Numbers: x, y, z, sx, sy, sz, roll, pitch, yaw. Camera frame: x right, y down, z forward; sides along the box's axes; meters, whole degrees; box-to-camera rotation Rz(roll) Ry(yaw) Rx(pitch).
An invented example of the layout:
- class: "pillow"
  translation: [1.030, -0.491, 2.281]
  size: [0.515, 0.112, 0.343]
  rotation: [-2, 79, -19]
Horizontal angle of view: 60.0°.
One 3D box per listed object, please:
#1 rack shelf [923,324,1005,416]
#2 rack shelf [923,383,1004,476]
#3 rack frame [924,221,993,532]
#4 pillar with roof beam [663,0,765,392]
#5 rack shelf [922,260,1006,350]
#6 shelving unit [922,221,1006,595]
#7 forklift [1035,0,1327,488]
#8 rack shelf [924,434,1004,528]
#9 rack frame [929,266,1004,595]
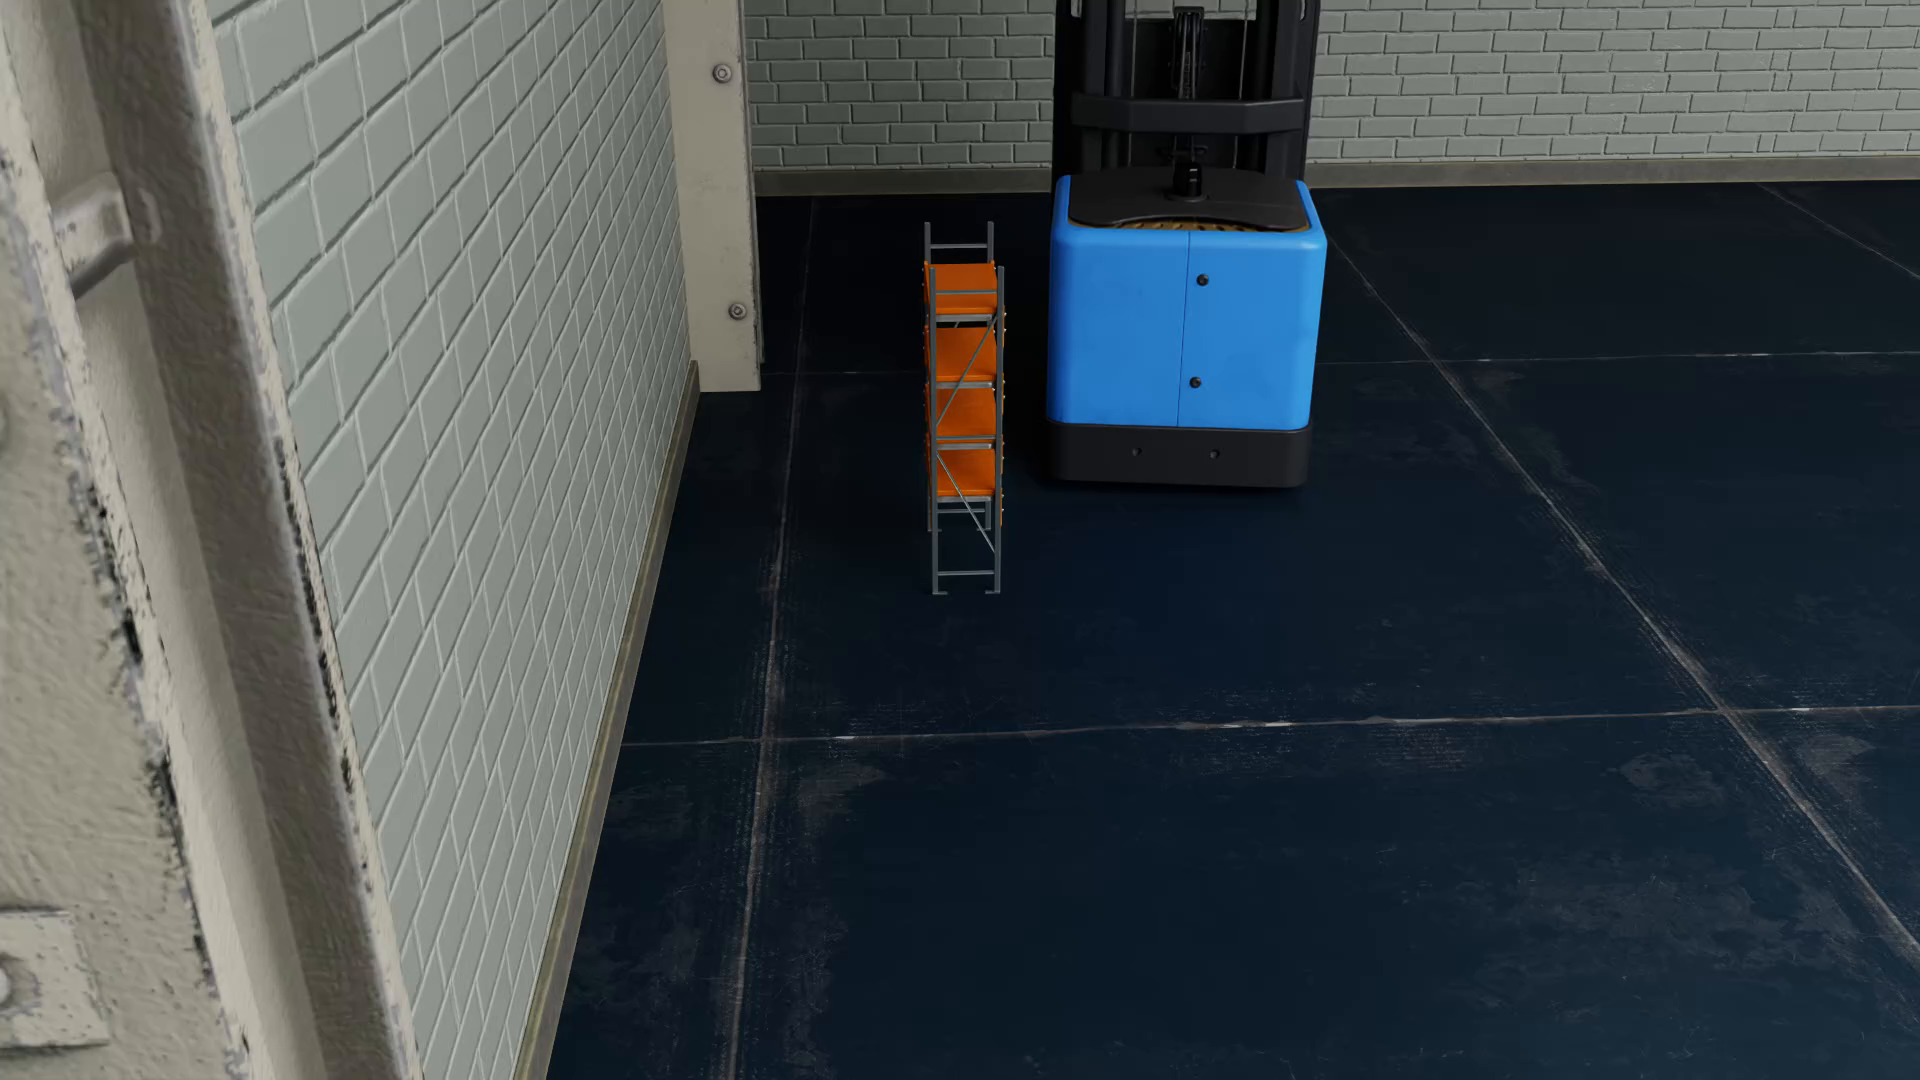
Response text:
- class: "rack shelf"
  translation: [0.009, -0.594, 5.754]
  size: [0.258, 0.148, 0.480]
  rotation: [-1, 28, -3]
- class: "rack shelf"
  translation: [0.009, -0.396, 5.857]
  size: [0.258, 0.148, 0.480]
  rotation: [-1, 28, -3]
- class: "rack frame"
  translation: [-0.004, -0.568, 6.042]
  size: [0.240, 1.200, 0.015]
  rotation: [-1, 28, -3]
- class: "pillar with roof beam"
  translation: [3.227, -4.860, 5.838]
  size: [9.100, 9.000, 0.400]
  rotation: [-1, 28, -3]
- class: "rack shelf"
  translation: [0.009, -0.804, 5.644]
  size: [0.258, 0.148, 0.480]
  rotation: [-1, 28, -3]
- class: "shelving unit"
  translation: [0.009, -0.456, 5.826]
  size: [0.258, 1.200, 0.503]
  rotation: [-1, 28, -3]
- class: "forklift"
  translation: [0.960, -2.152, 7.206]
  size: [1.130, 2.935, 3.031]
  rotation: [2, 28, 4]
- class: "rack shelf"
  translation: [0.009, -0.220, 5.949]
  size: [0.258, 0.148, 0.480]
  rotation: [-1, 28, -3]
- class: "rack frame"
  translation: [0.021, -0.343, 5.610]
  size: [0.240, 1.200, 0.015]
  rotation: [-1, 28, -3]
